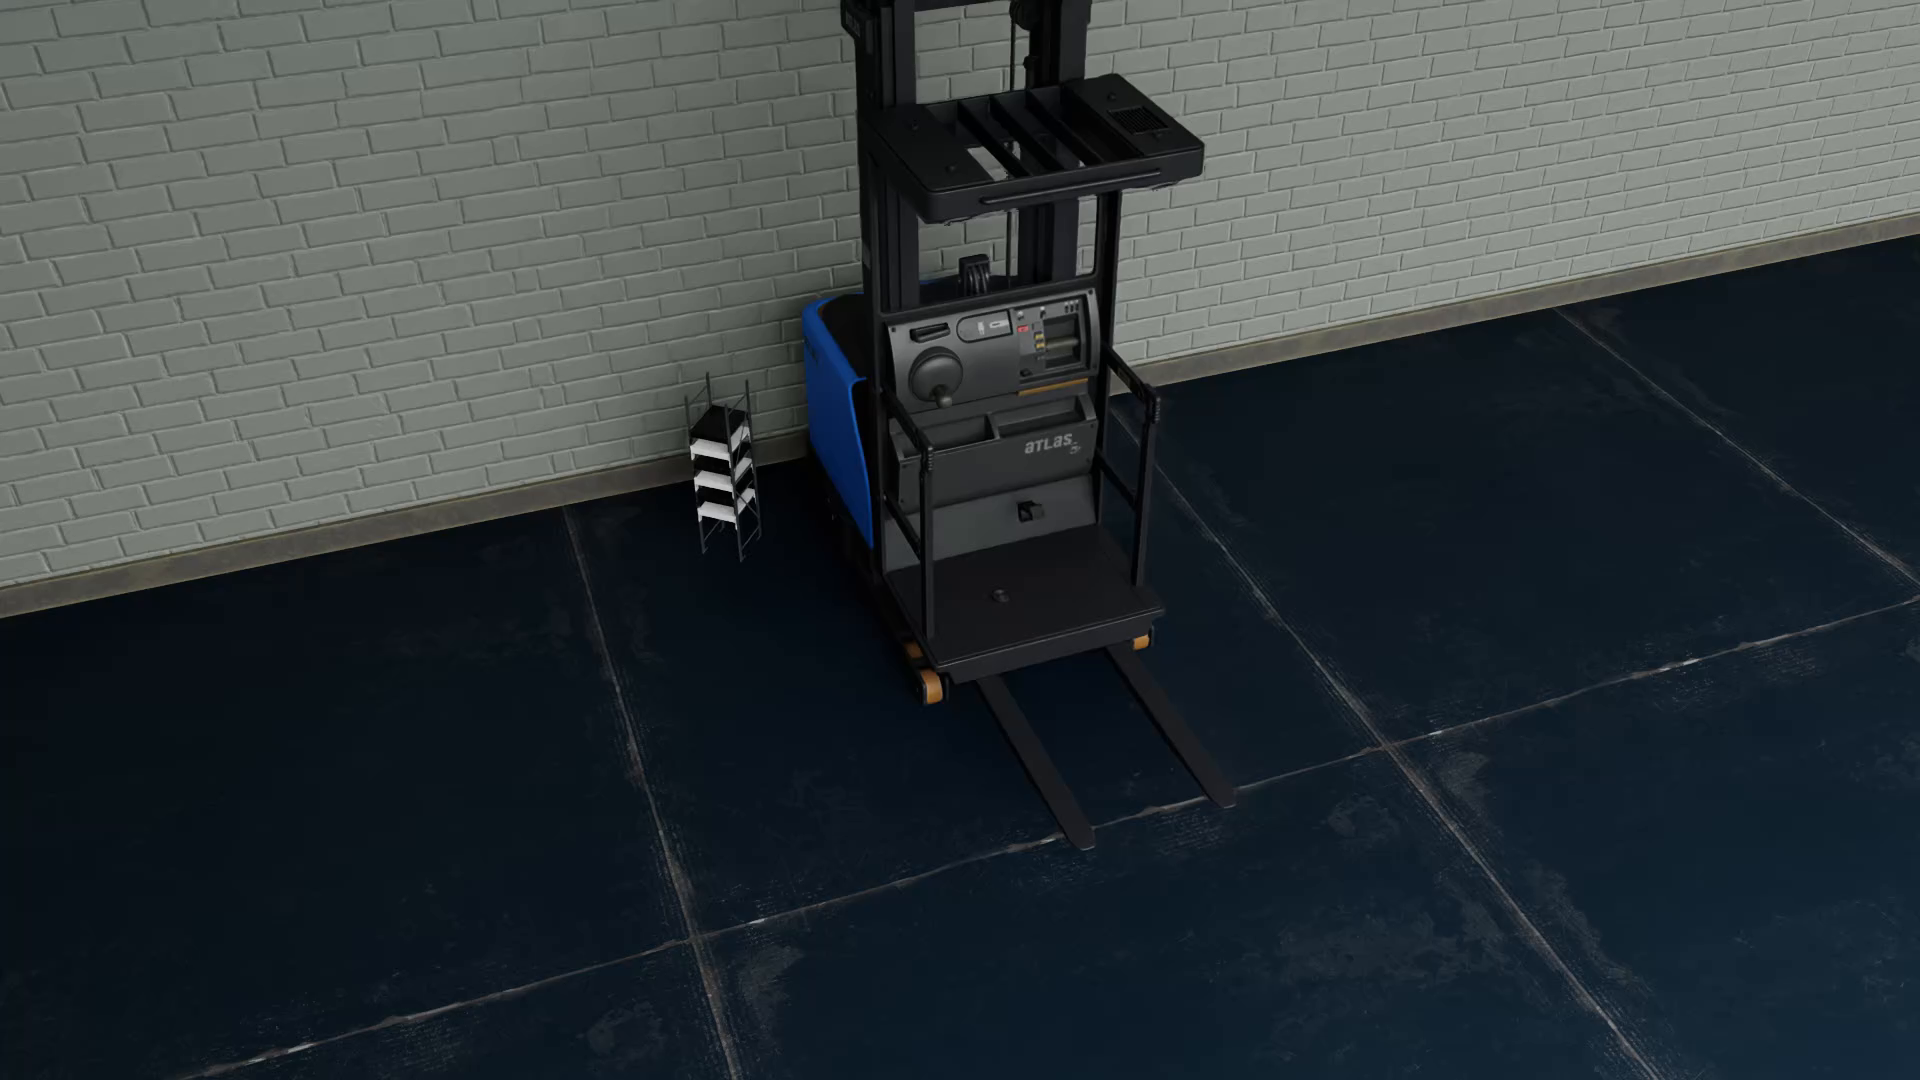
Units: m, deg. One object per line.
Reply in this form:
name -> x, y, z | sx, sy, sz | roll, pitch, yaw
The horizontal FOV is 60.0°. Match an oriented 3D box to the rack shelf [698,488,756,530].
rack shelf -> -1.126, -0.170, 8.082 | 0.200, 0.077, 0.258 | 12, 39, 15

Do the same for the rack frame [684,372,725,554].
rack frame -> -1.222, -0.361, 7.981 | 0.006, 0.900, 0.240 | 12, 39, 15

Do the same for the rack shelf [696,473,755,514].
rack shelf -> -1.126, -0.242, 8.028 | 0.200, 0.077, 0.258 | 12, 39, 15

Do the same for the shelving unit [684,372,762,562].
shelving unit -> -1.126, -0.340, 7.954 | 0.210, 0.900, 0.258 | 12, 39, 15

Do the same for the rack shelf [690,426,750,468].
rack shelf -> -1.126, -0.458, 7.866 | 0.200, 0.077, 0.258 | 12, 39, 15

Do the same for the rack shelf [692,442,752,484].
rack shelf -> -1.126, -0.386, 7.920 | 0.200, 0.077, 0.258 | 12, 39, 15

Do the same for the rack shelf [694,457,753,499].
rack shelf -> -1.126, -0.314, 7.974 | 0.200, 0.077, 0.258 | 12, 39, 15

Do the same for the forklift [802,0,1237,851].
forklift -> 0.229, -0.735, 6.790 | 1.130, 2.935, 3.031 | -13, 39, -17

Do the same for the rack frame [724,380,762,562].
rack frame -> -1.030, -0.320, 7.927 | 0.006, 0.900, 0.240 | 12, 39, 15

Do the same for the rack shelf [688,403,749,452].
rack shelf -> -1.126, -0.530, 7.812 | 0.200, 0.077, 0.258 | 12, 39, 15
